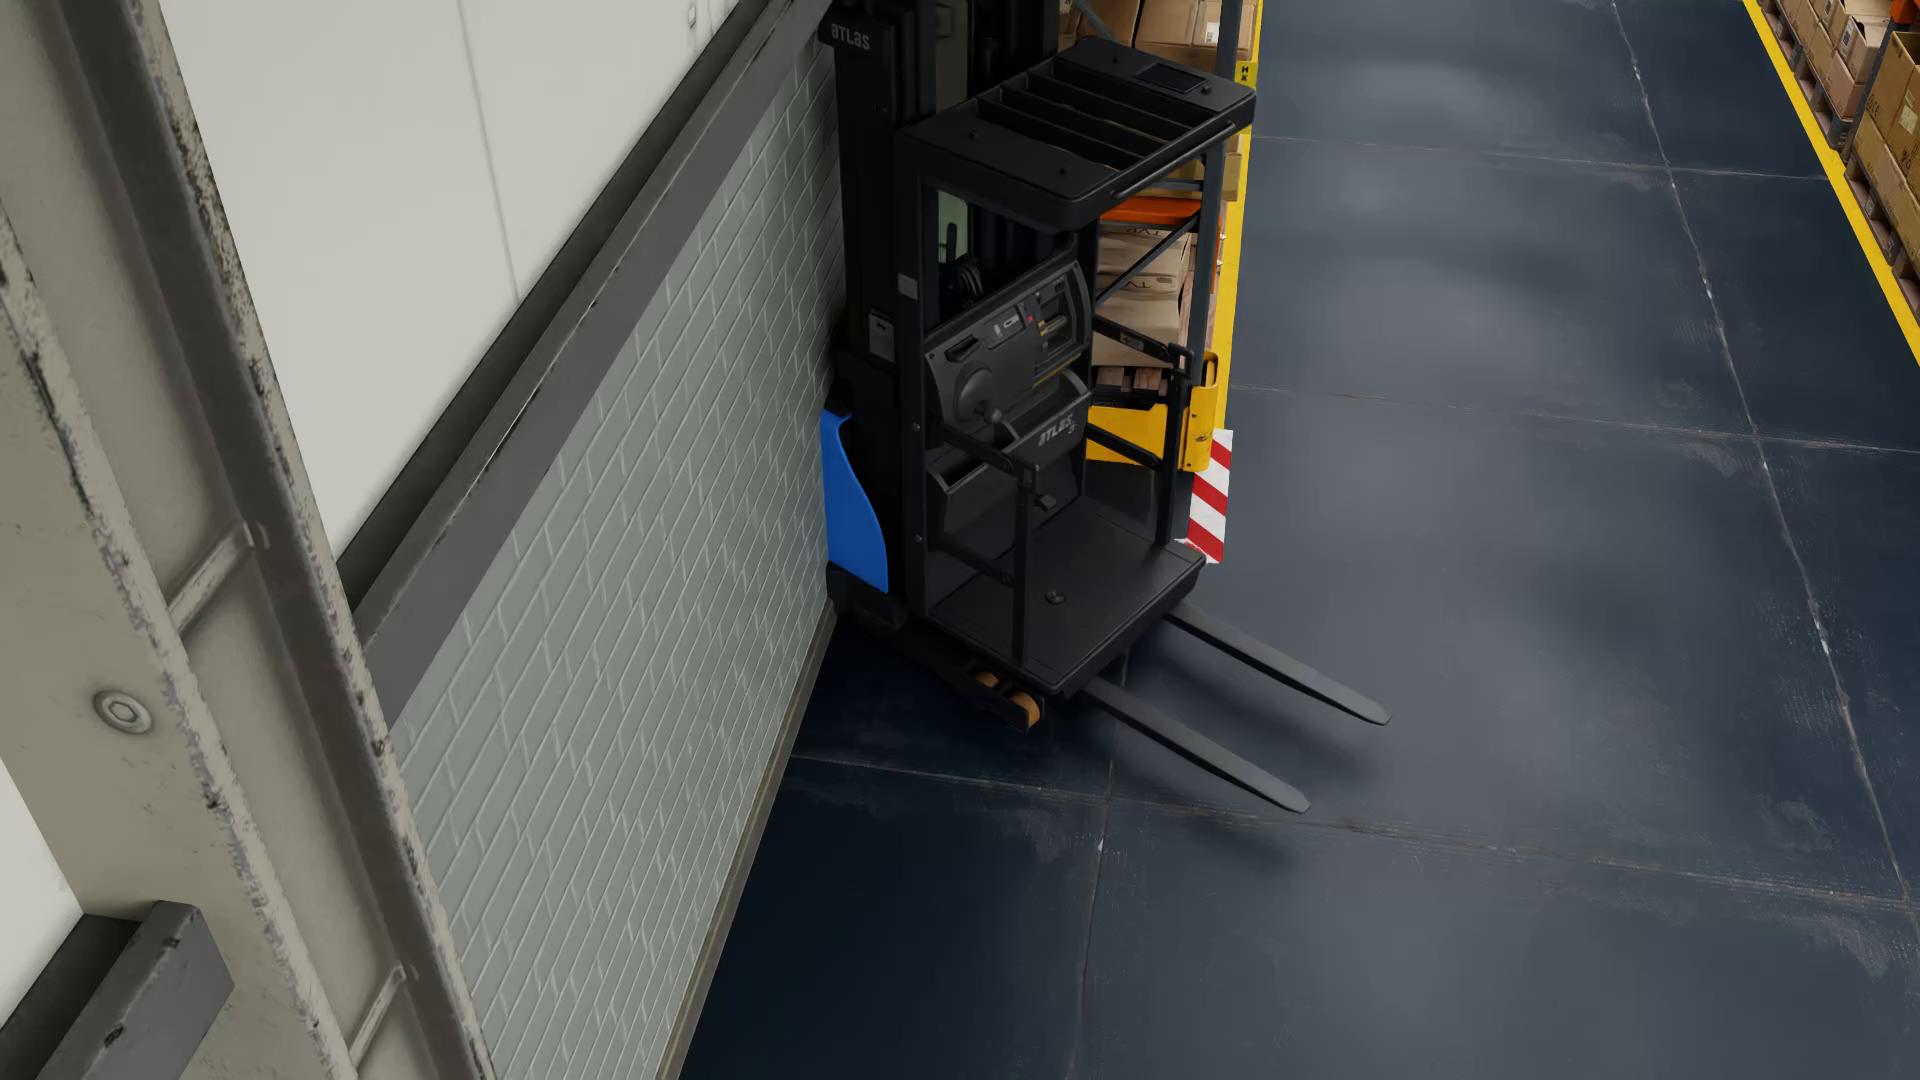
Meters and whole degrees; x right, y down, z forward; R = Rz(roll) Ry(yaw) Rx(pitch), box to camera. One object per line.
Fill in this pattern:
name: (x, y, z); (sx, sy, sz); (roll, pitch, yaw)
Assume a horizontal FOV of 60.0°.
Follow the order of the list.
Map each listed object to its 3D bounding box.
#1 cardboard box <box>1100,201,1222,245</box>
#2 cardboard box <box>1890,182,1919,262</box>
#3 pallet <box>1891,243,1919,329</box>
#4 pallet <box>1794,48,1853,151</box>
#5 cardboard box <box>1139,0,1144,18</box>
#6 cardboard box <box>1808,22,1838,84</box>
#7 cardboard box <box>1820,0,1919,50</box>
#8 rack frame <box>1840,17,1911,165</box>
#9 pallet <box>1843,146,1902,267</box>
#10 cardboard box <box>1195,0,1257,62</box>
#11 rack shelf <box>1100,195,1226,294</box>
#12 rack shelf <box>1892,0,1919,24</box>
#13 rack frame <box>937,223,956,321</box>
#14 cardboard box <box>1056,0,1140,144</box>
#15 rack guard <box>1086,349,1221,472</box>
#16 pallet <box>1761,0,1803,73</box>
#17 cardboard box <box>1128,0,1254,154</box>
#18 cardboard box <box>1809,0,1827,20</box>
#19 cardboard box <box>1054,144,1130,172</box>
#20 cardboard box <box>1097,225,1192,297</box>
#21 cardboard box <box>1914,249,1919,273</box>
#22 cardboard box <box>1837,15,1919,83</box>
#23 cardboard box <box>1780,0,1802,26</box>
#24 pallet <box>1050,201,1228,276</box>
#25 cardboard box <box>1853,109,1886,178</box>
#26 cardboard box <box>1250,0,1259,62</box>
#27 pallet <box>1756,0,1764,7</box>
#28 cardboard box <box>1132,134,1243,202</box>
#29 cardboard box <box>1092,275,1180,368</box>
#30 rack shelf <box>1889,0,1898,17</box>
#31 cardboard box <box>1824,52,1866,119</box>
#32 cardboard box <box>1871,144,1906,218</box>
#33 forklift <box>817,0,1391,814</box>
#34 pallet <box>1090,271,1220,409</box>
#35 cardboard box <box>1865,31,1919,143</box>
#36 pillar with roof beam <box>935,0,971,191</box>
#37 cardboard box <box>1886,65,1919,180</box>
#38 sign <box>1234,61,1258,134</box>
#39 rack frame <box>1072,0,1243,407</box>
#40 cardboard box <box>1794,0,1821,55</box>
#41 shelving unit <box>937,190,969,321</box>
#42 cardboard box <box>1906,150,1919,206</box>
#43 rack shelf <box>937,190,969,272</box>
cardboard box: (1.153, -2.055, 9.594); (0.700, 0.500, 0.500); (4, 40, 5)
cardboard box: (5.680, -1.796, 9.493); (0.500, 0.250, 0.500); (6, 40, 8)
pallet: (5.854, -1.241, 9.182); (1.003, 0.211, 1.213); (6, 40, 8)
pallet: (6.331, -2.970, 11.273); (1.003, 0.211, 1.213); (6, 40, 8)
cardboard box: (0.639, -2.485, 8.011); (0.500, 0.500, 0.500); (7, 40, 8)
cardboard box: (6.118, -3.290, 11.300); (0.500, 0.250, 0.500); (6, 40, 7)
cardboard box: (6.114, -3.509, 11.125); (0.500, 0.311, 0.500); (7, 40, 9)
rack frame: (6.242, -3.578, 9.820); (1.000, 3.000, 0.127); (6, 40, 8)
pallet: (6.063, -2.009, 10.111); (1.003, 0.211, 1.213); (6, 40, 8)
cardboard box: (1.144, -2.426, 7.941); (0.500, 0.500, 0.500); (7, 40, 8)
rack shelf: (1.016, -2.589, 9.189); (1.077, 0.370, 4.000); (6, 40, 8)
rack shelf: (5.896, -2.046, 8.531); (1.077, 0.370, 4.000); (6, 40, 8)
rack frame: (-0.239, -0.761, 7.362); (0.400, 1.500, 0.023); (20, 40, 19)
cardboard box: (0.542, -2.170, 7.631); (0.500, 0.500, 0.500); (6, 40, 7)
rack guard: (0.683, -0.696, 8.296); (1.175, 0.500, 0.348); (6, 40, 8)
pallet: (6.540, -3.738, 12.202); (1.003, 0.211, 1.213); (6, 40, 8)
cardboard box: (1.049, -2.117, 7.567); (0.500, 0.500, 0.500); (6, 40, 8)
cardboard box: (6.202, -3.822, 11.504); (0.500, 0.311, 0.500); (6, 40, 8)
cardboard box: (0.560, -1.876, 7.864); (0.500, 0.250, 0.500); (7, 40, 8)
cardboard box: (0.977, -1.527, 9.104); (0.500, 0.311, 0.500); (10, 41, 11)
cardboard box: (5.599, -1.482, 9.113); (0.500, 0.250, 0.500); (6, 40, 8)
cardboard box: (6.030, -3.182, 10.730); (0.500, 0.311, 0.500); (6, 40, 8)
cardboard box: (6.295, -3.930, 12.074); (0.500, 0.250, 0.500); (7, 40, 9)
pallet: (1.072, -1.854, 9.923); (1.003, 0.211, 1.213); (6, 40, 8)
cardboard box: (5.863, -2.423, 10.251); (0.500, 0.250, 0.500); (6, 40, 8)
cardboard box: (1.240, -2.750, 8.332); (0.500, 0.500, 0.500); (5, 40, 6)
pallet: (6.753, -4.501, 13.126); (1.003, 0.211, 1.213); (6, 40, 8)
cardboard box: (1.067, -1.833, 7.811); (0.500, 0.250, 0.500); (5, 40, 6)
cardboard box: (0.879, -1.169, 8.672); (0.500, 0.311, 0.500); (2, 40, 3)
rack shelf: (6.588, -4.556, 11.568); (1.077, 0.370, 4.000); (6, 40, 8)
cardboard box: (6.028, -2.972, 10.916); (0.500, 0.250, 0.500); (6, 40, 7)
cardboard box: (5.772, -2.109, 9.872); (0.500, 0.250, 0.500); (6, 40, 8)
forklift: (0.362, -0.719, 6.416); (3.031, 2.935, 1.130); (29, 48, 30)
pallet: (0.859, -1.090, 9.000); (1.003, 0.211, 1.213); (6, 40, 8)
cardboard box: (5.853, -2.713, 10.014); (0.500, 0.500, 0.500); (6, 40, 8)
pillar with roof beam: (4.179, -3.984, 5.603); (9.100, 9.000, 0.400); (6, 40, 8)
cardboard box: (5.775, -2.398, 9.633); (0.500, 0.500, 0.500); (6, 40, 8)
sign: (1.205, -1.885, 7.094); (0.100, 0.325, 0.005); (6, 40, 8)
rack frame: (0.670, -1.612, 7.442); (1.000, 3.000, 0.127); (6, 40, 8)
cardboard box: (6.206, -3.611, 11.688); (0.500, 0.250, 0.500); (7, 40, 9)
shelving unit: (-0.073, -0.950, 7.627); (0.431, 1.500, 0.755); (20, 40, 19)
cardboard box: (5.681, -2.085, 9.254); (0.500, 0.500, 0.500); (6, 40, 8)
rack shelf: (-0.051, -1.261, 7.391); (0.431, 0.370, 0.720); (20, 40, 19)
